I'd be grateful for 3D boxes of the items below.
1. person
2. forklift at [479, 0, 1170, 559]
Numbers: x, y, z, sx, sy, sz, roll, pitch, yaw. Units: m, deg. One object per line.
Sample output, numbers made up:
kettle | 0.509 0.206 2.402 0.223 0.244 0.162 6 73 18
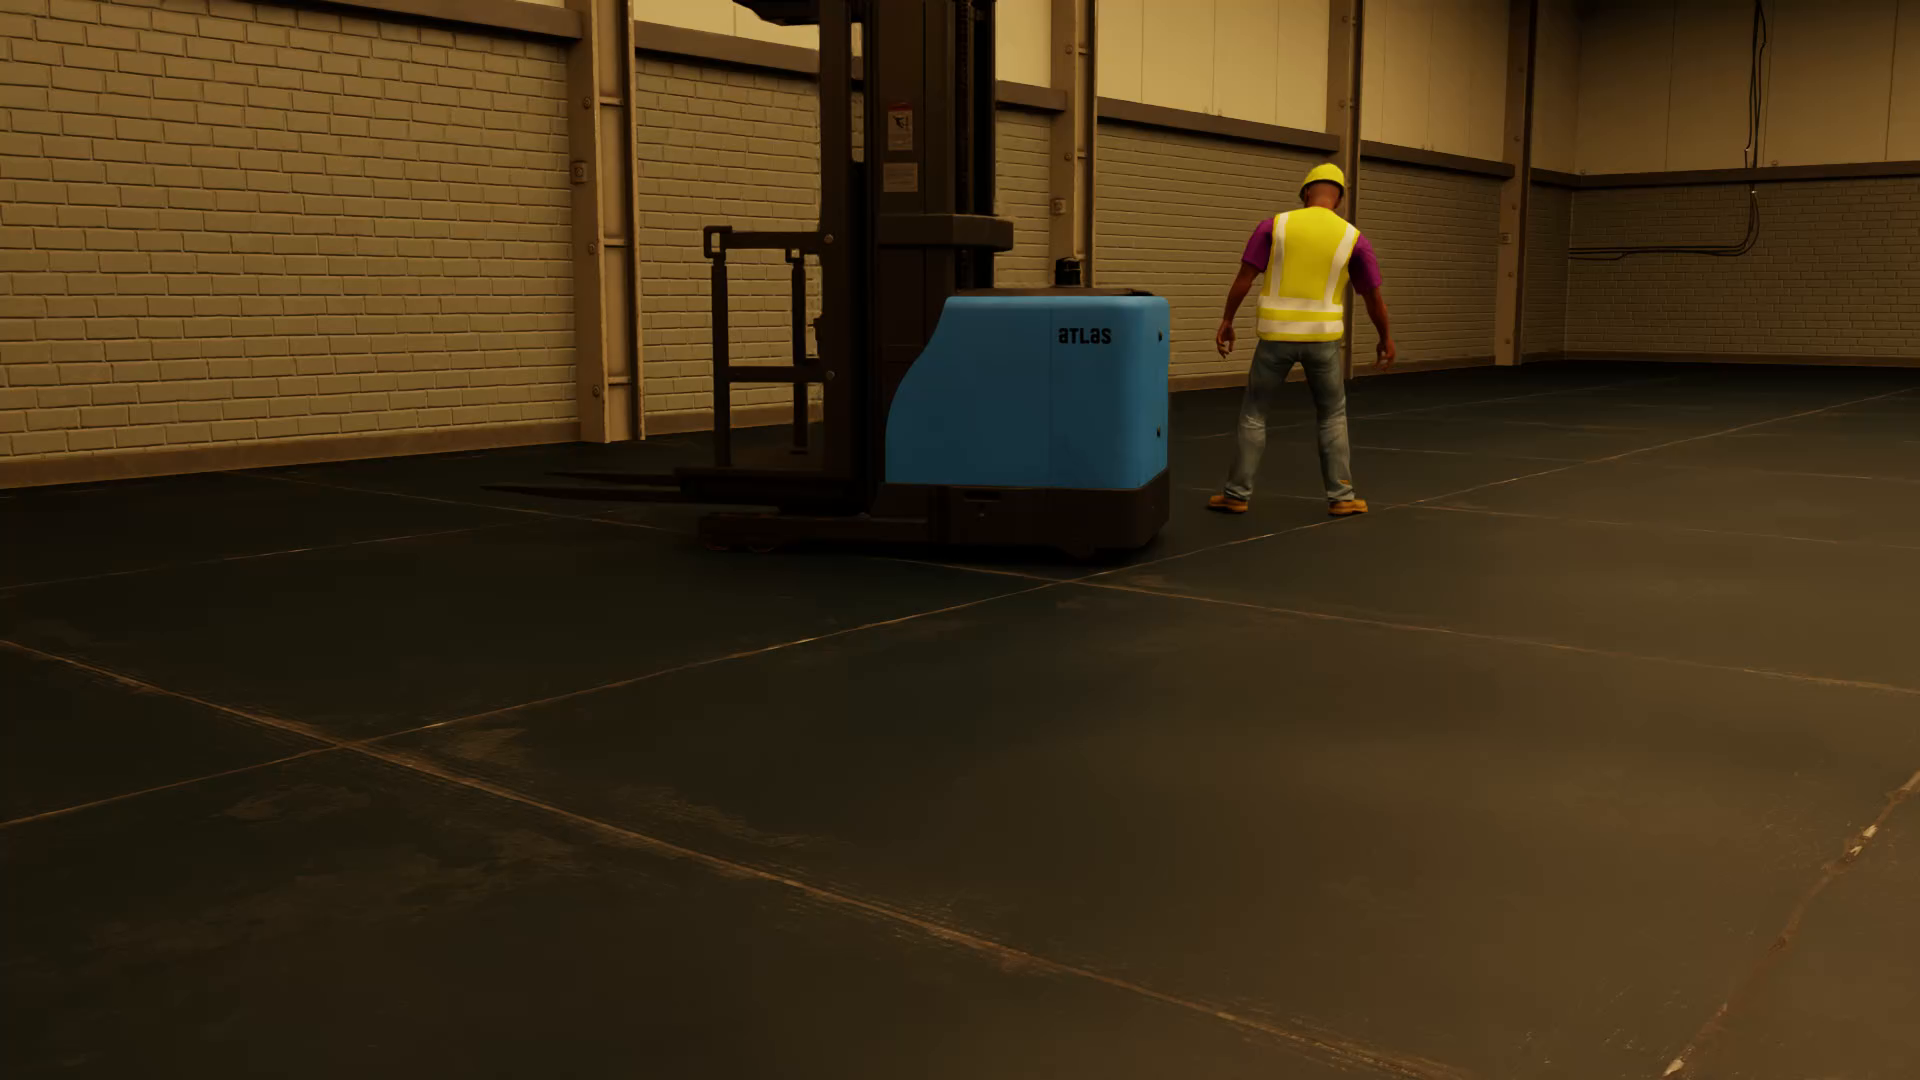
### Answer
person | 1.713 -1.000 8.278 0.906 1.726 0.411 1 8 10
forklift | -0.627 -1.465 7.294 3.031 2.935 1.130 2 9 14
